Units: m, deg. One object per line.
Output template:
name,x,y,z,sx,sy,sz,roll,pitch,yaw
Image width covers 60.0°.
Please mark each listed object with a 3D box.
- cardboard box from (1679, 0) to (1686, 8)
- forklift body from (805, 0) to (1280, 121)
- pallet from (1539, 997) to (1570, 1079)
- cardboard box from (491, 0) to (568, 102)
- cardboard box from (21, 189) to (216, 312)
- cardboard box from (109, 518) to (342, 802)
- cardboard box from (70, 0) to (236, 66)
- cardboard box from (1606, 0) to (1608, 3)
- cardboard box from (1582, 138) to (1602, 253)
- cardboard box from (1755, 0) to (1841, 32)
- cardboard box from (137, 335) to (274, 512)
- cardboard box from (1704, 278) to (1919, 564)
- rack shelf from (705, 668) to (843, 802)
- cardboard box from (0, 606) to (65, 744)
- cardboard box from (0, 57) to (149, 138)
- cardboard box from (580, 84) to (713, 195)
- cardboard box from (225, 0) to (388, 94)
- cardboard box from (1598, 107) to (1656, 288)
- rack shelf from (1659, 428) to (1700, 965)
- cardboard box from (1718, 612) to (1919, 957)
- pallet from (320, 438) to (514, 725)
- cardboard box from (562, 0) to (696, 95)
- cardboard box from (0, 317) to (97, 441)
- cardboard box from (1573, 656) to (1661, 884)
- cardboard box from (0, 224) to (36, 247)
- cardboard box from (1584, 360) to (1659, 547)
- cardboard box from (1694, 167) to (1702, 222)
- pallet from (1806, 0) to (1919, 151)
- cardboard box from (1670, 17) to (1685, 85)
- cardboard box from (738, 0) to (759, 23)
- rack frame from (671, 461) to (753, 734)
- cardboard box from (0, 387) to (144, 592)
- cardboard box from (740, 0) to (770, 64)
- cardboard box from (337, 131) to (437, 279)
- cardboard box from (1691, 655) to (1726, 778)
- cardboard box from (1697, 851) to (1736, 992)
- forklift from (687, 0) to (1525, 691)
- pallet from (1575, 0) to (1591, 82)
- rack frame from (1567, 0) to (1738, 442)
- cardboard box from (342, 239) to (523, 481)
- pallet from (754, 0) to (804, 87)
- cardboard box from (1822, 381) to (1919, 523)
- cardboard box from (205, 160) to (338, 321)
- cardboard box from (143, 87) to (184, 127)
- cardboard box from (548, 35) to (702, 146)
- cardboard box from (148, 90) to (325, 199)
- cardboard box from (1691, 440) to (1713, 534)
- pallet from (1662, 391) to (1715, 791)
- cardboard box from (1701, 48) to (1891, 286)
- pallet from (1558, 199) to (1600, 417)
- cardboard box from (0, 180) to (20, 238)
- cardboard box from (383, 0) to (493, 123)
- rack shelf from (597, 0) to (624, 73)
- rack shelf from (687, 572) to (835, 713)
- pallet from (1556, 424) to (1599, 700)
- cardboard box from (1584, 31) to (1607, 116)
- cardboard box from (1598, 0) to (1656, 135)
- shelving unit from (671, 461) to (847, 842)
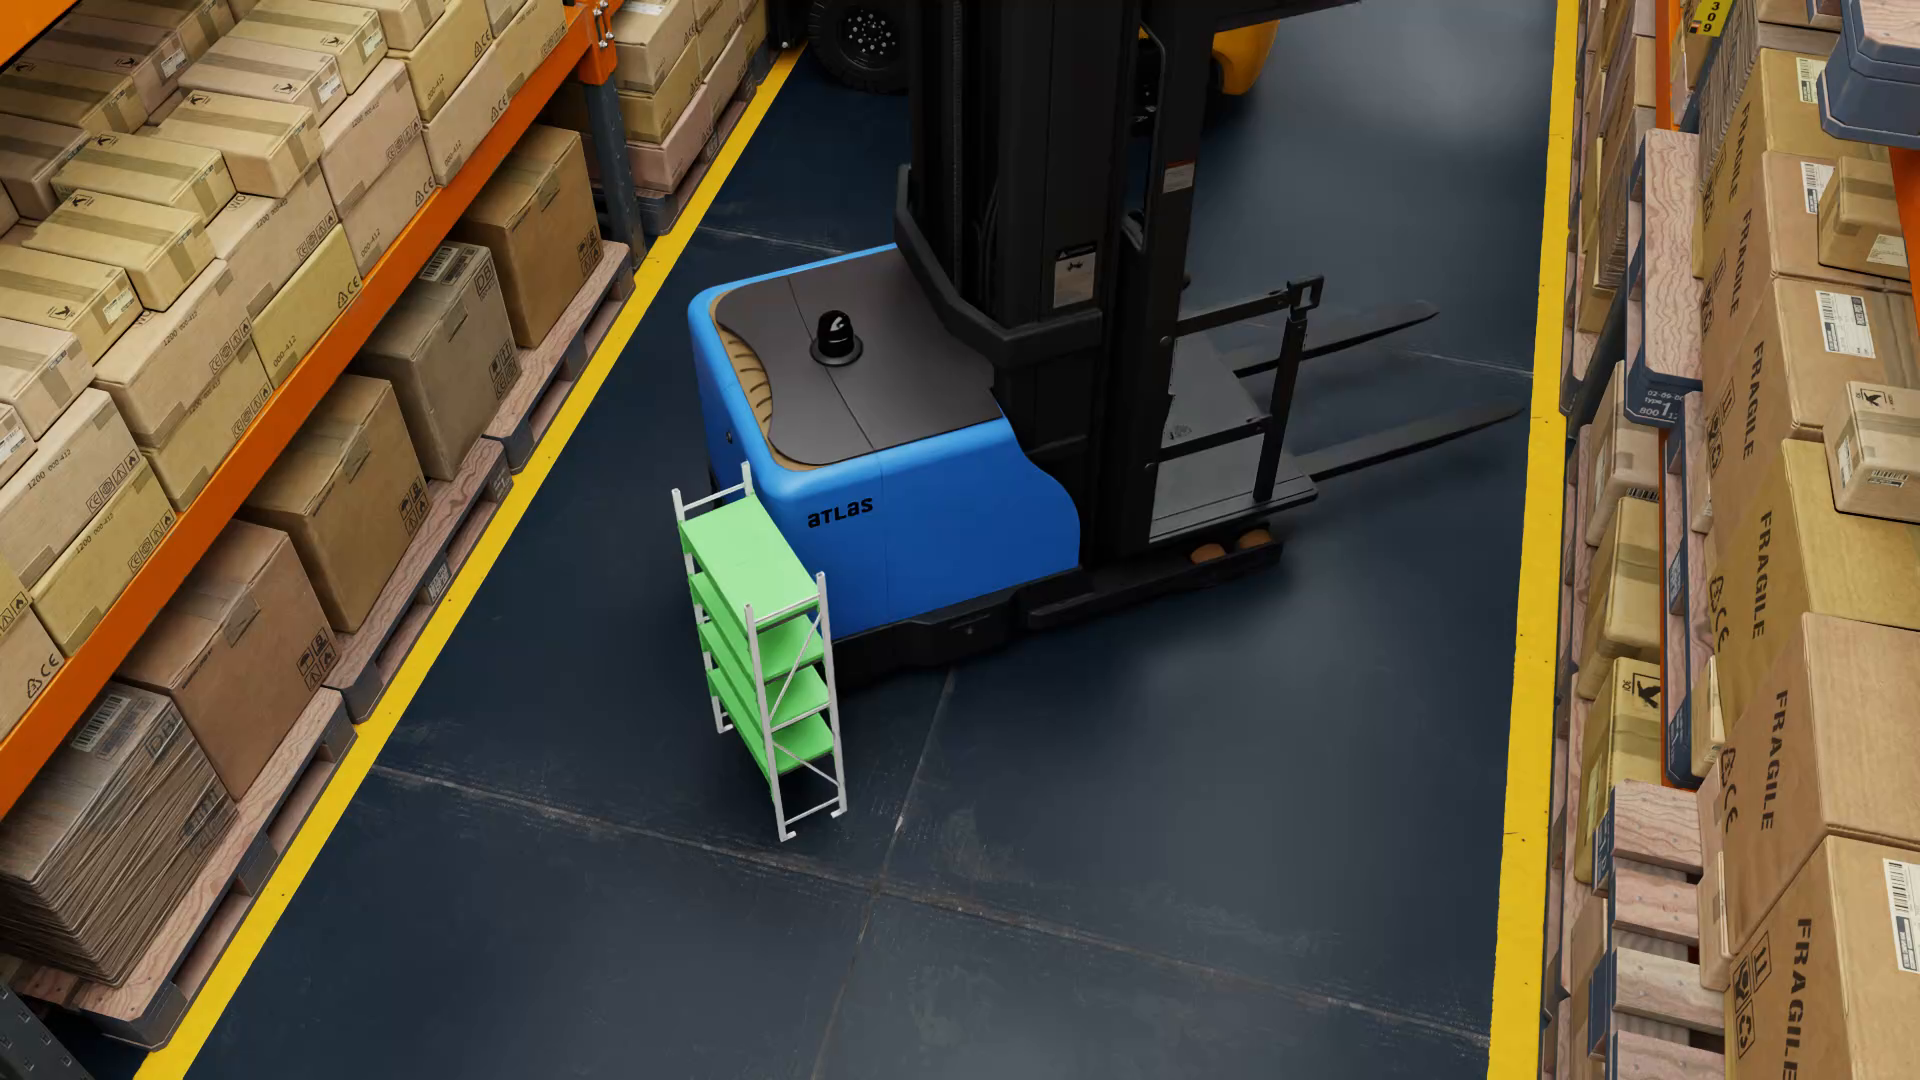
cardboard box,2.912,-2.211,5.936,0.500,0.500,0.500,13,50,11
forklift body,0.431,-3.193,7.633,2.313,2.155,1.214,12,50,10
pallet,2.061,1.916,4.418,1.003,0.211,1.213,12,50,10
cardboard box,-1.763,-1.846,5.979,0.500,0.250,0.500,13,50,11
cardboard box,-2.238,-0.775,4.434,0.380,0.149,0.250,13,50,11
cardboard box,-2.594,0.305,5.284,0.875,0.625,0.625,13,50,11
cardboard box,-2.508,-1.620,5.180,0.380,0.149,0.250,12,50,10
cardboard box,3.341,-2.781,7.757,0.500,0.500,0.500,10,49,9
cardboard box,2.933,-1.432,7.067,0.500,0.250,0.500,10,49,9
cardboard box,2.441,-1.550,4.640,0.380,0.149,0.250,11,50,10
cardboard box,-2.317,-0.379,4.684,0.500,0.250,0.500,10,49,9
cardboard box,2.107,-0.232,3.909,0.500,0.500,0.500,10,49,8
rack shelf,-0.599,0.575,5.348,0.258,0.148,0.480,-23,53,-19
cardboard box,-2.583,0.358,4.033,0.500,0.250,0.500,12,50,10
cardboard box,-2.629,-1.254,4.857,0.380,0.149,0.250,12,50,10
cardboard box,-1.436,-1.826,7.415,0.500,0.250,0.500,12,50,10
cardboard box,-1.995,-1.519,5.090,0.380,0.149,0.250,10,49,9
cardboard box,2.803,-1.293,6.445,0.500,0.500,0.500,11,49,10
rack shelf,2.380,0.349,4.421,1.077,0.370,4.000,12,50,10
cardboard box,1.831,0.528,3.238,0.500,0.500,0.500,11,49,9
pallet,-2.359,0.036,6.077,1.003,0.211,1.213,12,50,10
cardboard box,-1.453,-2.160,7.043,0.500,0.250,0.500,11,49,9
cardboard box,-2.399,-0.415,4.116,0.380,0.149,0.250,12,50,10
cardboard box,2.404,0.799,5.017,0.950,0.372,0.625,13,50,11
cardboard box,-2.818,-0.646,4.586,0.500,0.250,0.500,11,50,10
cardboard box,2.771,-0.225,5.920,0.950,0.372,0.625,12,50,11
cardboard box,2.456,-1.054,5.067,0.380,0.149,0.250,12,50,11
pallet,2.371,-1.089,3.335,1.213,0.211,1.003,12,50,10
cardboard box,2.756,-1.727,5.941,0.380,0.149,0.250,13,50,11
cardboard box,-1.184,-2.722,7.872,0.500,0.250,0.500,11,50,10
rack frame,-0.721,0.215,5.260,0.240,1.200,0.015,-23,53,-19
cardboard box,-2.451,-0.169,4.165,0.500,0.250,0.500,13,50,11
cardboard box,-1.198,-2.571,8.072,0.500,0.250,0.500,12,50,11
cardboard box,-2.051,-1.129,5.345,0.500,0.250,0.500,12,50,10
cardboard box,1.870,0.437,3.751,0.380,0.149,0.250,12,50,11
cardboard box,1.737,0.819,3.414,0.380,0.149,0.250,11,50,10
forklift,0.645,-1.152,5.312,3.031,2.935,1.130,-16,51,-14
pallet,3.691,-2.670,8.466,1.003,0.211,1.213,12,50,10
rack frame,2.906,-1.335,5.428,1.000,3.000,0.127,12,50,10
cardboard box,-2.221,-0.726,6.194,0.875,0.625,0.625,11,50,10
pallet,-1.314,-2.842,8.617,1.003,0.211,1.213,12,50,10
cardboard box,2.012,-0.166,3.418,0.380,0.149,0.250,9,49,8
cardboard box,-2.185,-0.919,4.827,0.500,0.250,0.500,12,50,11
cardboard box,-2.552,-1.381,5.235,0.500,0.250,0.500,10,49,9
cardboard box,-1.458,-1.996,7.231,0.500,0.250,0.500,11,50,10
cardboard box,-2.062,-1.132,4.749,0.380,0.149,0.250,10,49,9
cardboard box,2.086,-0.116,4.240,0.380,0.149,0.250,13,50,11
pallet,2.335,0.182,4.217,1.003,0.211,1.213,12,50,10
cardboard box,2.375,-0.961,4.552,0.500,0.500,0.500,12,50,10
pallet,3.049,-0.905,6.908,1.003,0.211,1.213,12,50,10
cardboard box,-2.831,-0.890,4.536,0.380,0.149,0.250,11,49,9
cardboard box,-1.894,-1.649,5.471,0.500,0.250,0.500,10,49,9
rack shelf,-1.357,-3.521,7.836,1.077,0.370,4.000,12,50,10
rack shelf,-0.600,0.257,4.988,0.258,0.148,0.480,-23,53,-19
pallet,2.703,0.151,5.976,1.003,0.211,1.213,12,50,10
cardboard box,3.207,-2.164,7.713,0.500,0.250,0.500,15,50,13
cardboard box,3.069,-2.031,7.096,0.500,0.500,0.500,14,50,12
shelving unit,-0.600,0.374,5.120,0.258,1.200,0.503,-23,53,-19
